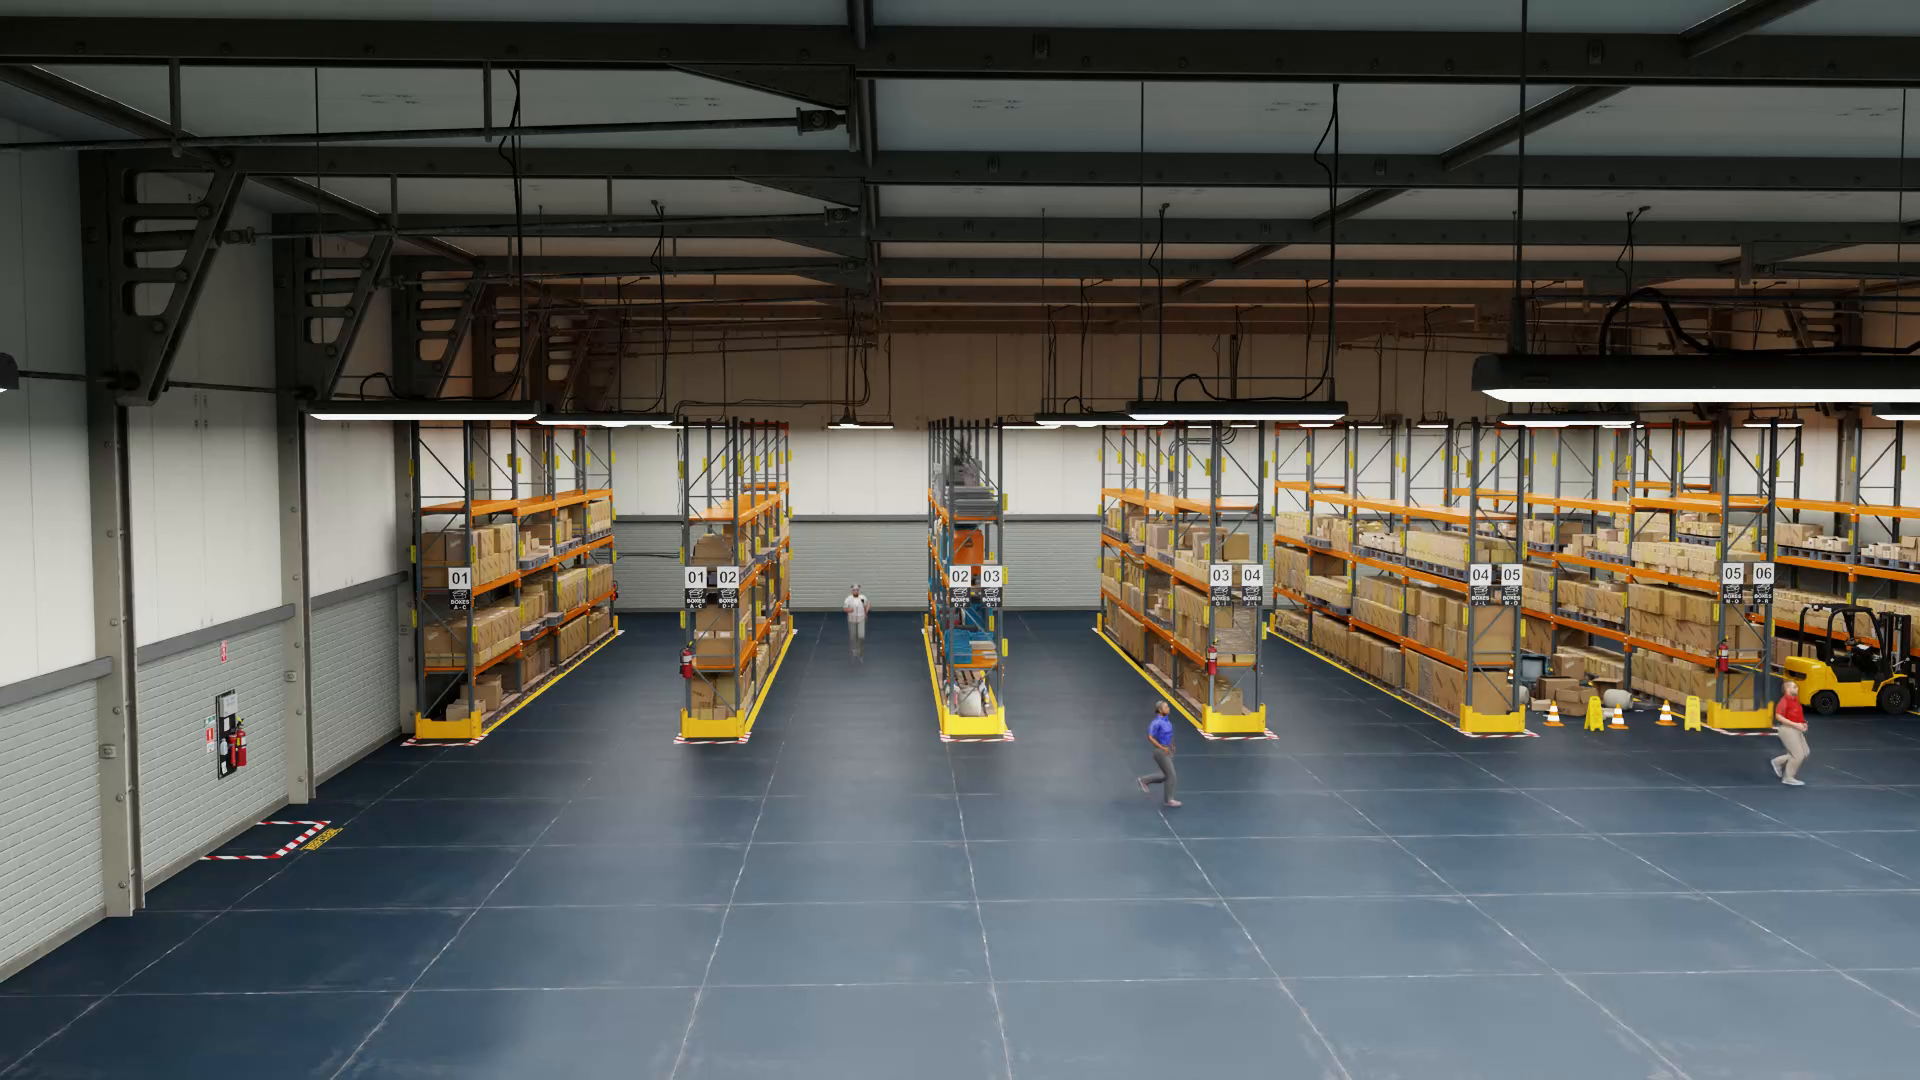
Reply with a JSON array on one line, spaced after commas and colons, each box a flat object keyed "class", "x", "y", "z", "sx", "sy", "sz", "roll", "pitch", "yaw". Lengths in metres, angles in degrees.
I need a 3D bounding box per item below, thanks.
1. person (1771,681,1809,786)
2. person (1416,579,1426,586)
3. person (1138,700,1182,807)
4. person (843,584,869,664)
[{"class": "person", "x": 13.475, "y": 3.122, "z": 26.955, "sx": 0.591, "sy": 1.674, "sz": 0.660, "roll": 4, "pitch": 5, "yaw": 44}, {"class": "person", "x": 13.646, "y": 1.693, "z": 49.361, "sx": 0.504, "sy": 1.622, "sz": 0.649, "roll": -1, "pitch": 4, "yaw": -9}, {"class": "person", "x": 3.048, "y": 3.250, "z": 25.428, "sx": 0.719, "sy": 1.608, "sz": 0.598, "roll": 2, "pitch": 4, "yaw": 25}, {"class": "person", "x": -2.474, "y": 1.997, "z": 39.753, "sx": 0.638, "sy": 1.909, "sz": 0.747, "roll": 0, "pitch": 4, "yaw": -6}]
